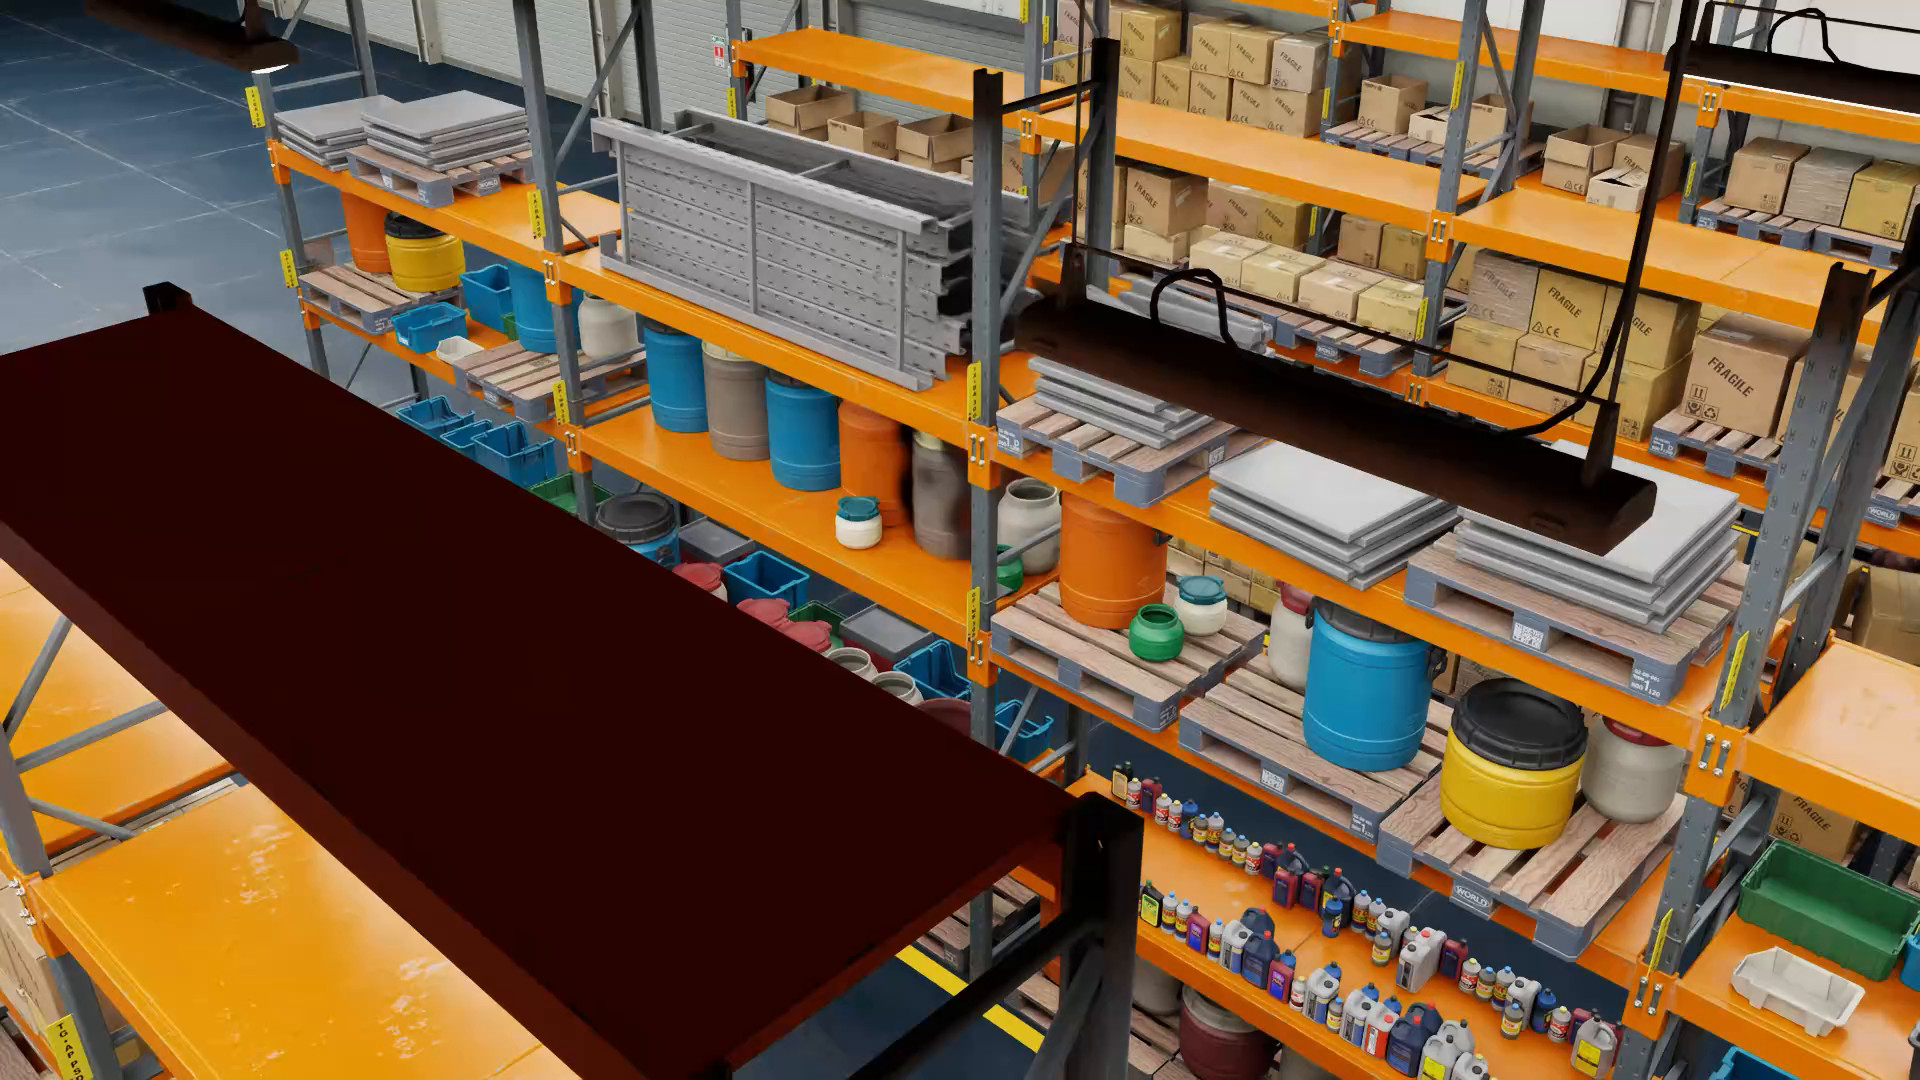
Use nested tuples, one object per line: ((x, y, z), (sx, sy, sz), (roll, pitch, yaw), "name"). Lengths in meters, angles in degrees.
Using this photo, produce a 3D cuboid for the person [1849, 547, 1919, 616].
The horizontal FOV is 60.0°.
((7.455, 0.568, 13.467), (0.821, 1.862, 0.734), (20, 35, 31), "person")
